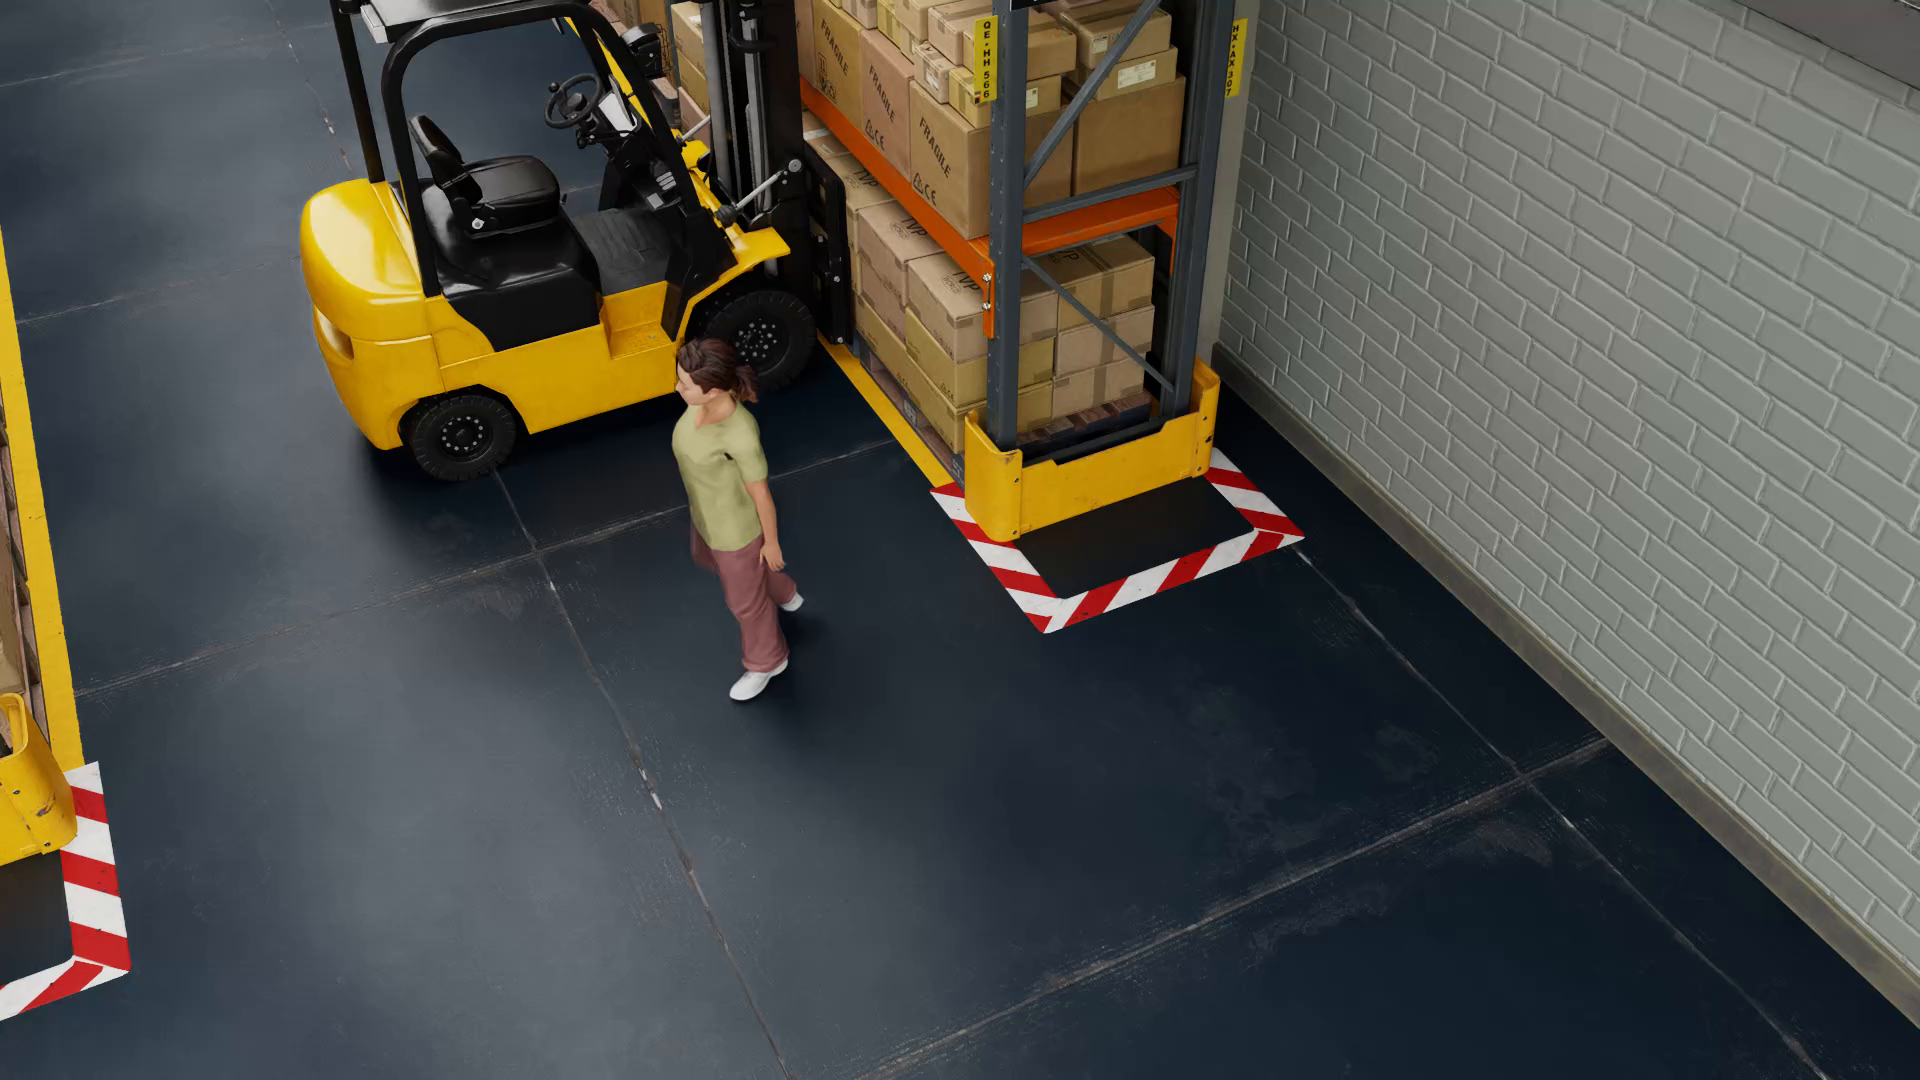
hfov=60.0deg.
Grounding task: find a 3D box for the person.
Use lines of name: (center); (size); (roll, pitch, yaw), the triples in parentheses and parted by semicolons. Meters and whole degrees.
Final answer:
person: (-0.833, -0.150, 6.321); (0.485, 1.665, 0.640); (-18, 45, -20)
